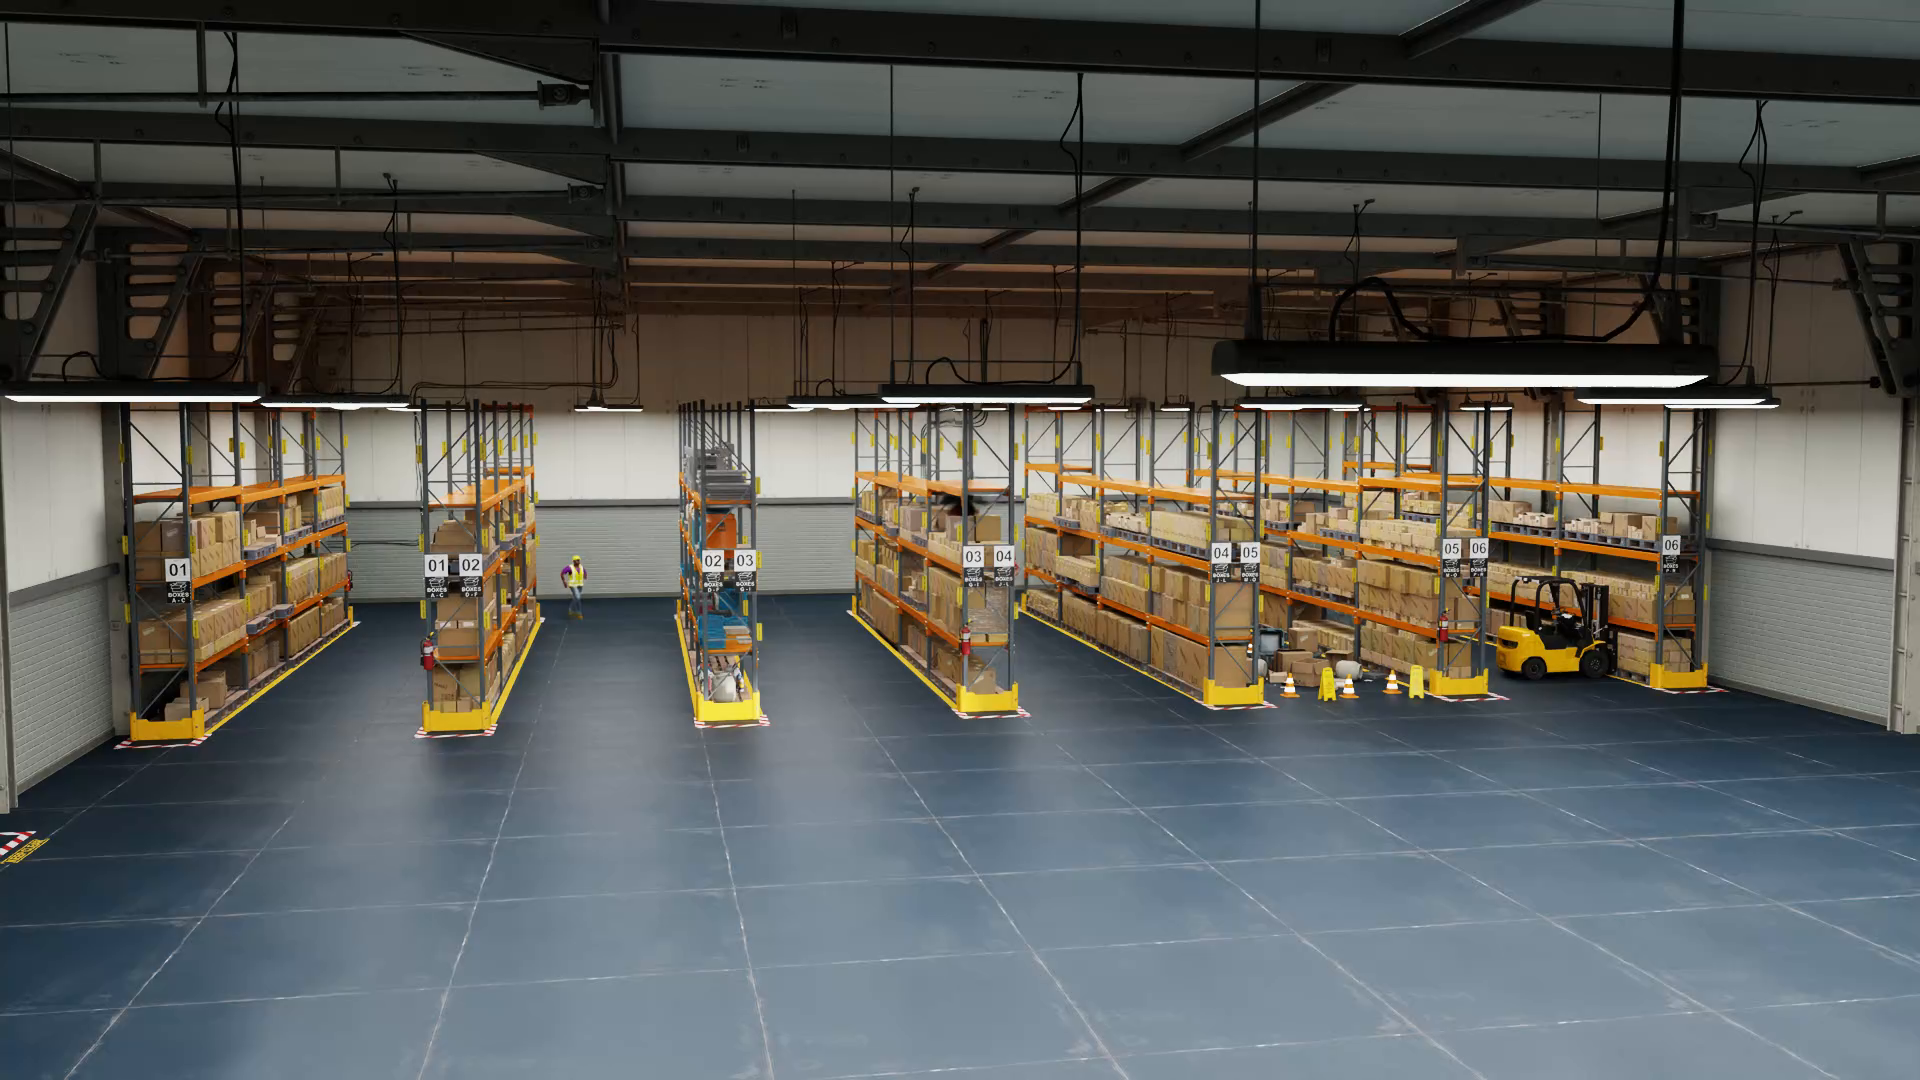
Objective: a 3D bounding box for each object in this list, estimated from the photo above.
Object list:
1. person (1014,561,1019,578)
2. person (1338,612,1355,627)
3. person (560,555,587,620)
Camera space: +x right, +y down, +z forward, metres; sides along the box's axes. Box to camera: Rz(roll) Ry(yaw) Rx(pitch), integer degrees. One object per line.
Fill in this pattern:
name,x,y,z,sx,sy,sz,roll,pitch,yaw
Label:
person,1.363,1.172,49.178,0.721,1.683,0.911,4,6,44
person,9.939,1.652,42.622,0.600,1.720,0.896,-1,4,-17
person,-10.767,1.328,46.660,0.874,1.793,0.710,4,6,40
